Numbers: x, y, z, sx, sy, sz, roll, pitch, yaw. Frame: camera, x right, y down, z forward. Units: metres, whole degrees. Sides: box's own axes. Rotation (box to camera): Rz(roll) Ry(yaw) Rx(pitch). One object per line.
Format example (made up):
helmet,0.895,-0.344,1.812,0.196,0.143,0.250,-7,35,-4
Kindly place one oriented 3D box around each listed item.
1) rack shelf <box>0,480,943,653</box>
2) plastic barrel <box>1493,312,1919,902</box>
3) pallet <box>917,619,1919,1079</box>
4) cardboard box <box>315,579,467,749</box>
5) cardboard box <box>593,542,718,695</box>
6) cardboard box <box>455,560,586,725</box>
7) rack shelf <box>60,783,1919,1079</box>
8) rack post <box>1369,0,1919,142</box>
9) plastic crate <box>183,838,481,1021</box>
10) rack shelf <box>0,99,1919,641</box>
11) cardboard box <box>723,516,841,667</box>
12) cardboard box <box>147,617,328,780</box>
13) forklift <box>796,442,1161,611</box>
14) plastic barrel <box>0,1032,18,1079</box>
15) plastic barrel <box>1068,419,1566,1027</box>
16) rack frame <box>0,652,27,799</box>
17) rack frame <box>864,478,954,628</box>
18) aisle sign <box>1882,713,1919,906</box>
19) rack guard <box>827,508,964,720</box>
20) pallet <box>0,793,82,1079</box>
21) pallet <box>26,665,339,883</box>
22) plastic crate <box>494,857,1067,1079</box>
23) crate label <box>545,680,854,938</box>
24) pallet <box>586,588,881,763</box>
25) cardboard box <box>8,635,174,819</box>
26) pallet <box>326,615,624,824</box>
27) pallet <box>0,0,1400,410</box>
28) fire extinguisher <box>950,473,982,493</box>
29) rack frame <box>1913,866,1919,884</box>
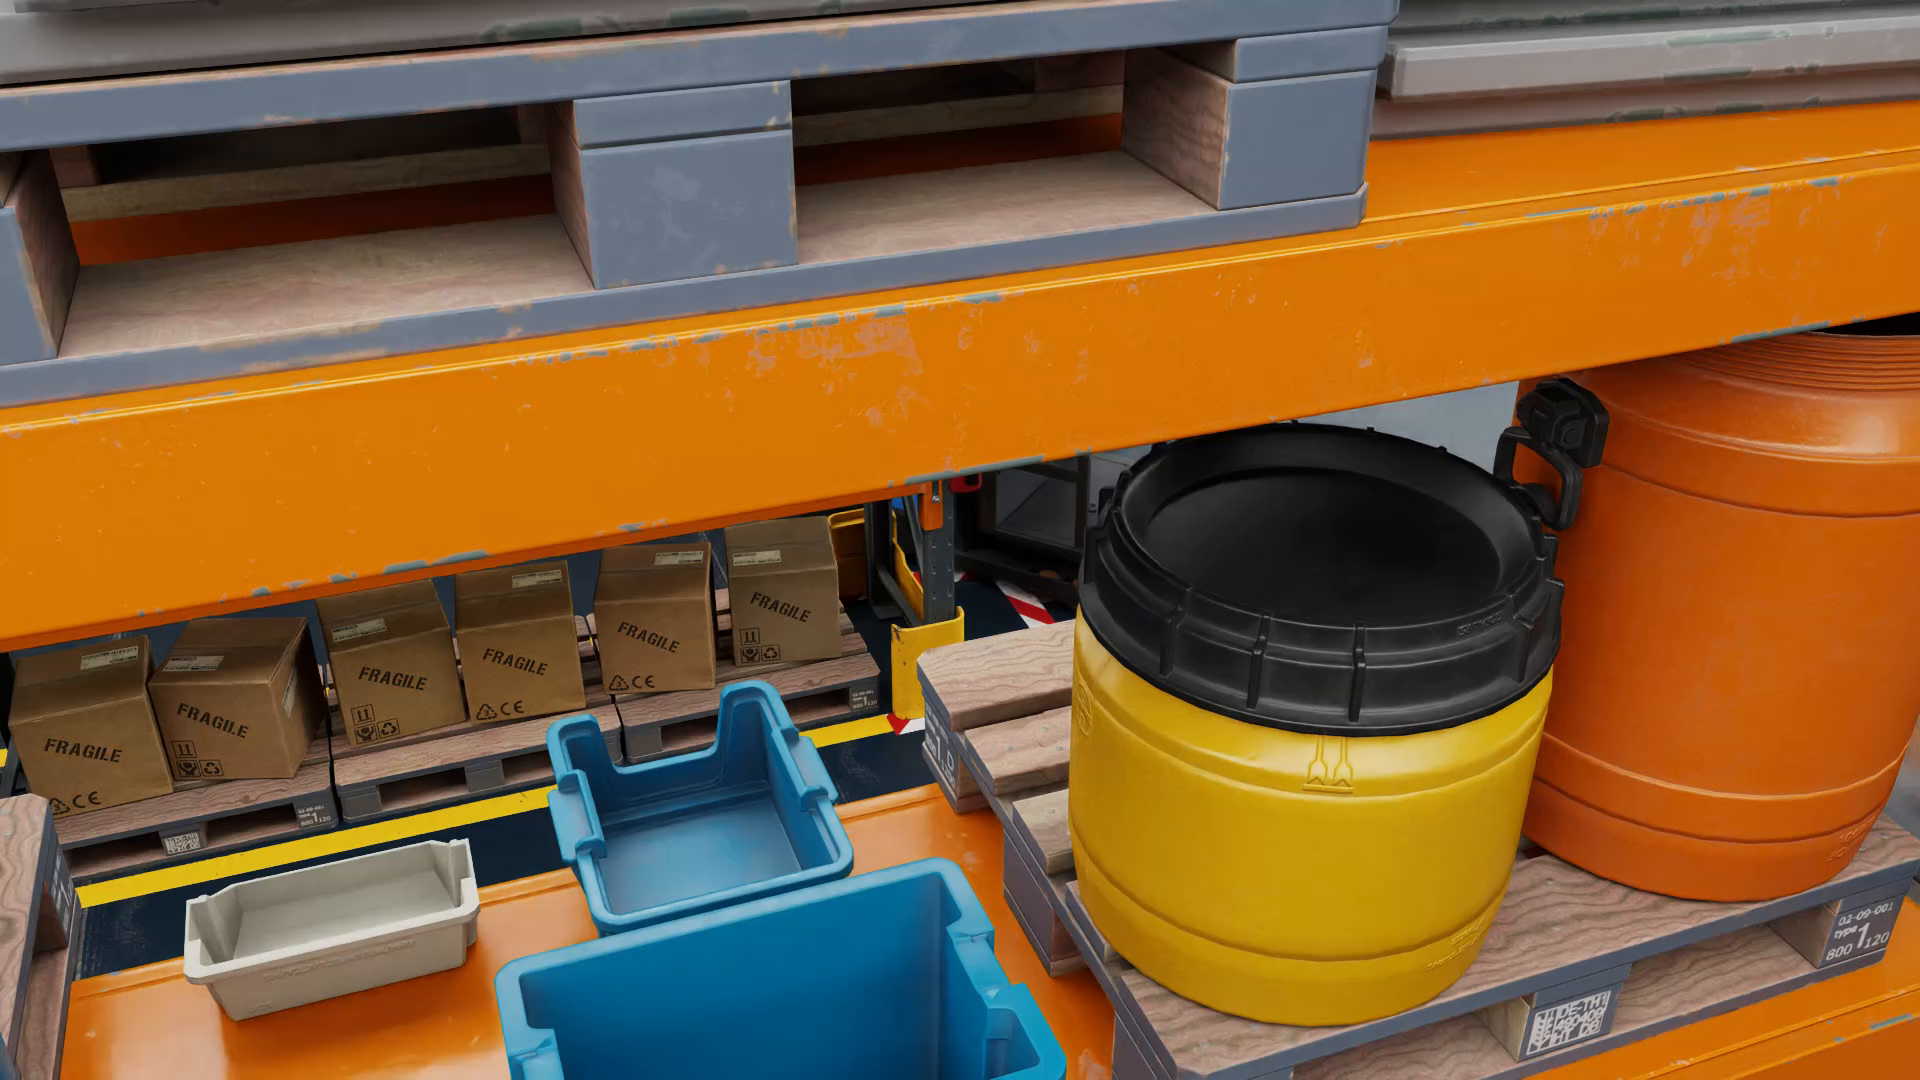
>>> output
rack shelf,-2.131,-0.107,7.135,4.000,0.370,1.077,-10,31,-18
plastic barrel,1.060,0.003,2.326,0.708,0.830,0.600,-10,31,-18
pallet,0.662,0.409,2.663,1.213,0.211,1.003,-10,31,-18
cardboard box,-2.528,0.532,7.386,0.500,0.500,0.500,-13,32,-22
cardboard box,-1.395,0.358,7.693,0.500,0.500,0.500,-3,30,-5
cardboard box,-1.989,0.457,7.519,0.500,0.500,0.500,-8,31,-13
rack shelf,-0.403,0.887,2.359,4.000,0.370,1.077,-10,31,-18
rack post,0.718,-0.785,2.043,0.954,0.300,0.937,-7,30,-12
plastic crate,-0.915,0.570,2.456,0.396,0.136,0.243,-10,31,-18
rack shelf,-0.403,-0.242,1.716,4.000,0.370,1.077,-10,31,-18
cardboard box,-0.847,0.238,7.902,0.500,0.500,0.500,-5,30,-8
cardboard box,-3.082,0.676,7.134,0.500,0.500,0.500,-1,30,-2
forklift,0.618,-1.204,8.402,3.031,2.935,1.130,15,33,25
plastic barrel,-1.308,0.397,1.561,0.708,0.901,0.600,-10,31,-18
plastic barrel,0.447,0.221,2.188,0.600,0.588,0.600,0,30,0
rack frame,-4.005,-0.075,6.351,0.127,3.000,1.000,-10,31,-18
rack frame,-0.256,-0.765,7.563,0.127,3.000,1.000,-10,31,-18
aisle sign,1.642,0.529,2.666,0.004,0.787,0.394,-10,31,-18
rack guard,-0.327,0.334,8.159,0.348,0.500,1.175,-10,31,-18
pallet,-1.636,0.832,1.920,1.003,0.211,1.213,-10,31,-18
pallet,-3.388,1.004,7.274,1.213,0.211,1.003,-10,31,-18
plastic crate,-0.211,0.705,1.968,0.575,0.384,0.392,-10,31,-18
crate label,-0.398,0.464,2.526,0.408,0.251,0.502,-10,31,-18
pallet,-1.101,0.583,8.013,1.213,0.211,1.003,-10,31,-18
cardboard box,-3.616,0.778,6.955,0.500,0.500,0.500,-11,32,-19
pallet,-2.243,0.792,7.647,1.213,0.211,1.003,-10,31,-18
pallet,-0.370,-0.495,1.624,1.213,0.211,1.003,-10,31,-18
fire extinguisher,0.012,-0.538,7.242,0.183,0.674,0.296,-10,31,-18
rack frame,1.471,1.533,3.530,0.127,3.000,1.000,-10,31,-18
